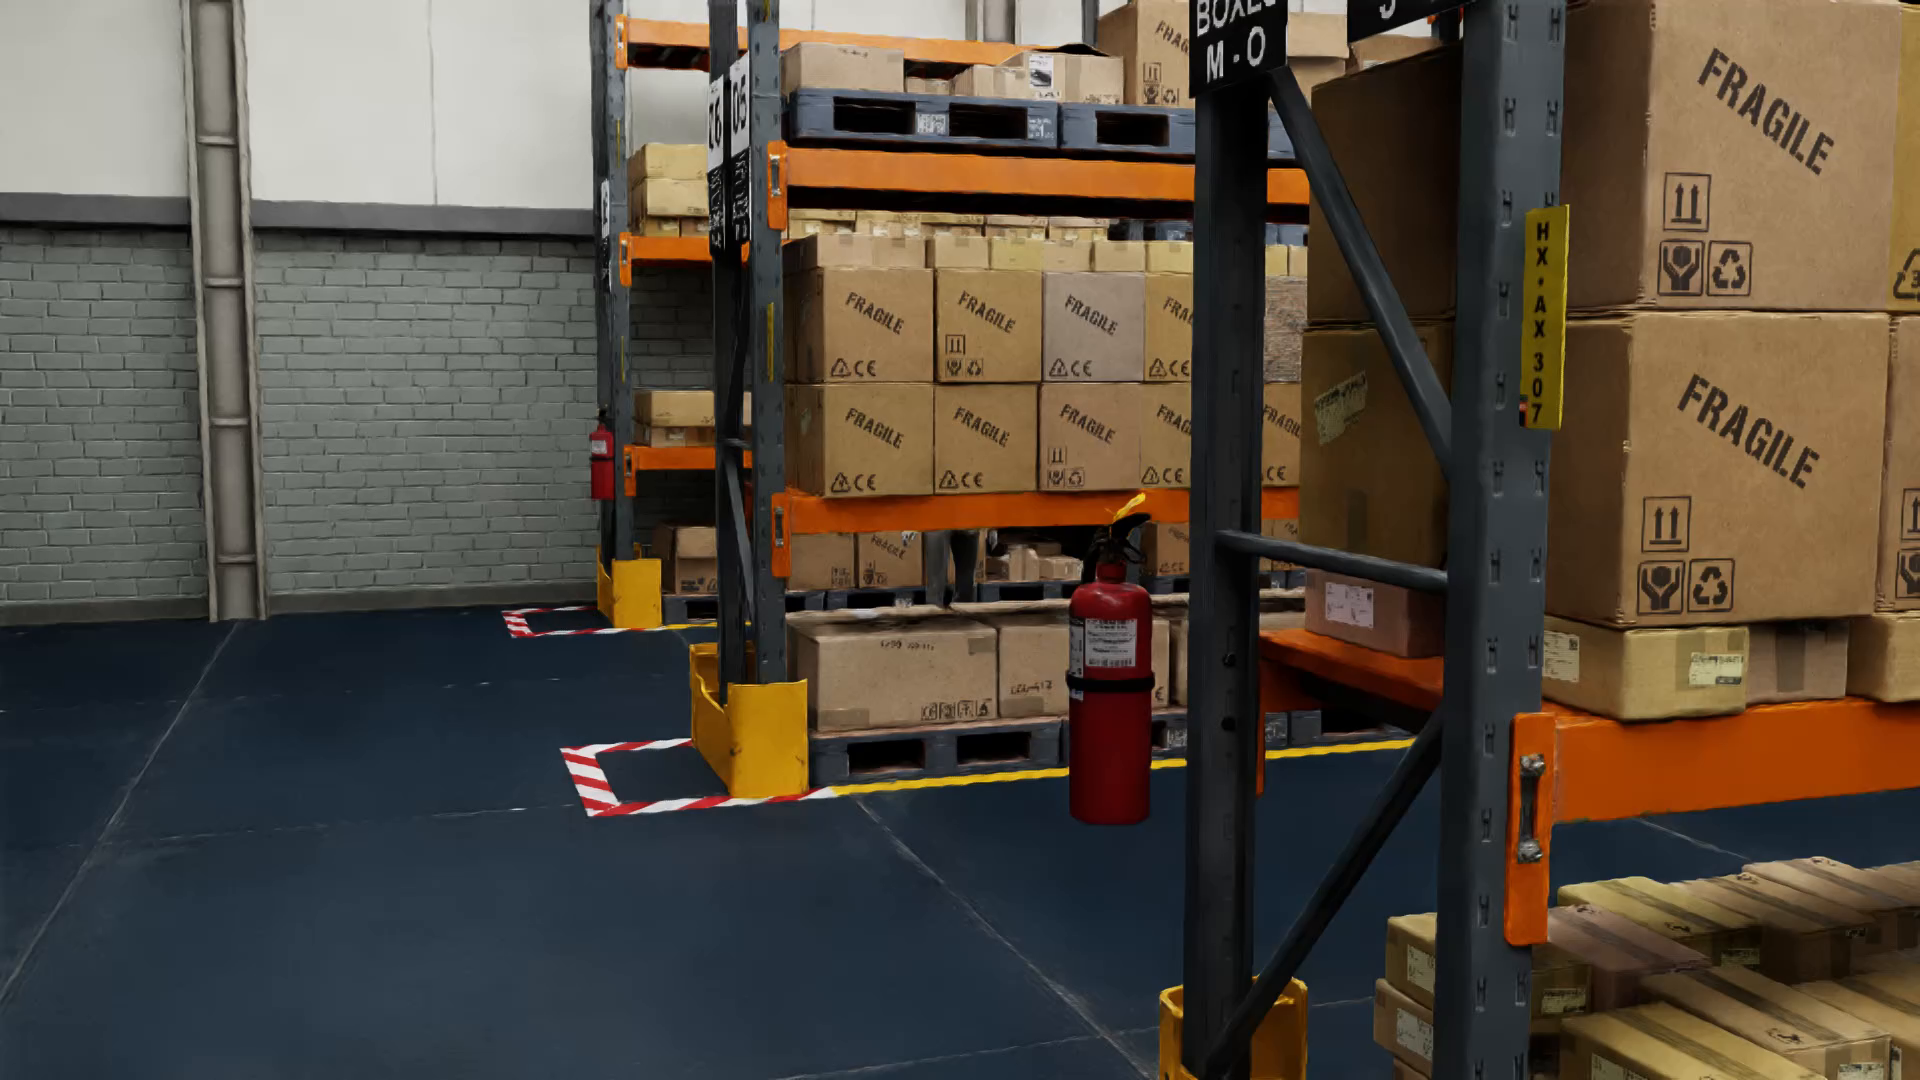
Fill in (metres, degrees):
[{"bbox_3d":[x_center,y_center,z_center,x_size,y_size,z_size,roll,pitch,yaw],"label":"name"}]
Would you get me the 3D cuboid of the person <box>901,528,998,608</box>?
[{"bbox_3d":[-0.039,-0.084,10.553,0.648,1.679,0.488,-2,6,-23],"label":"person"}]
